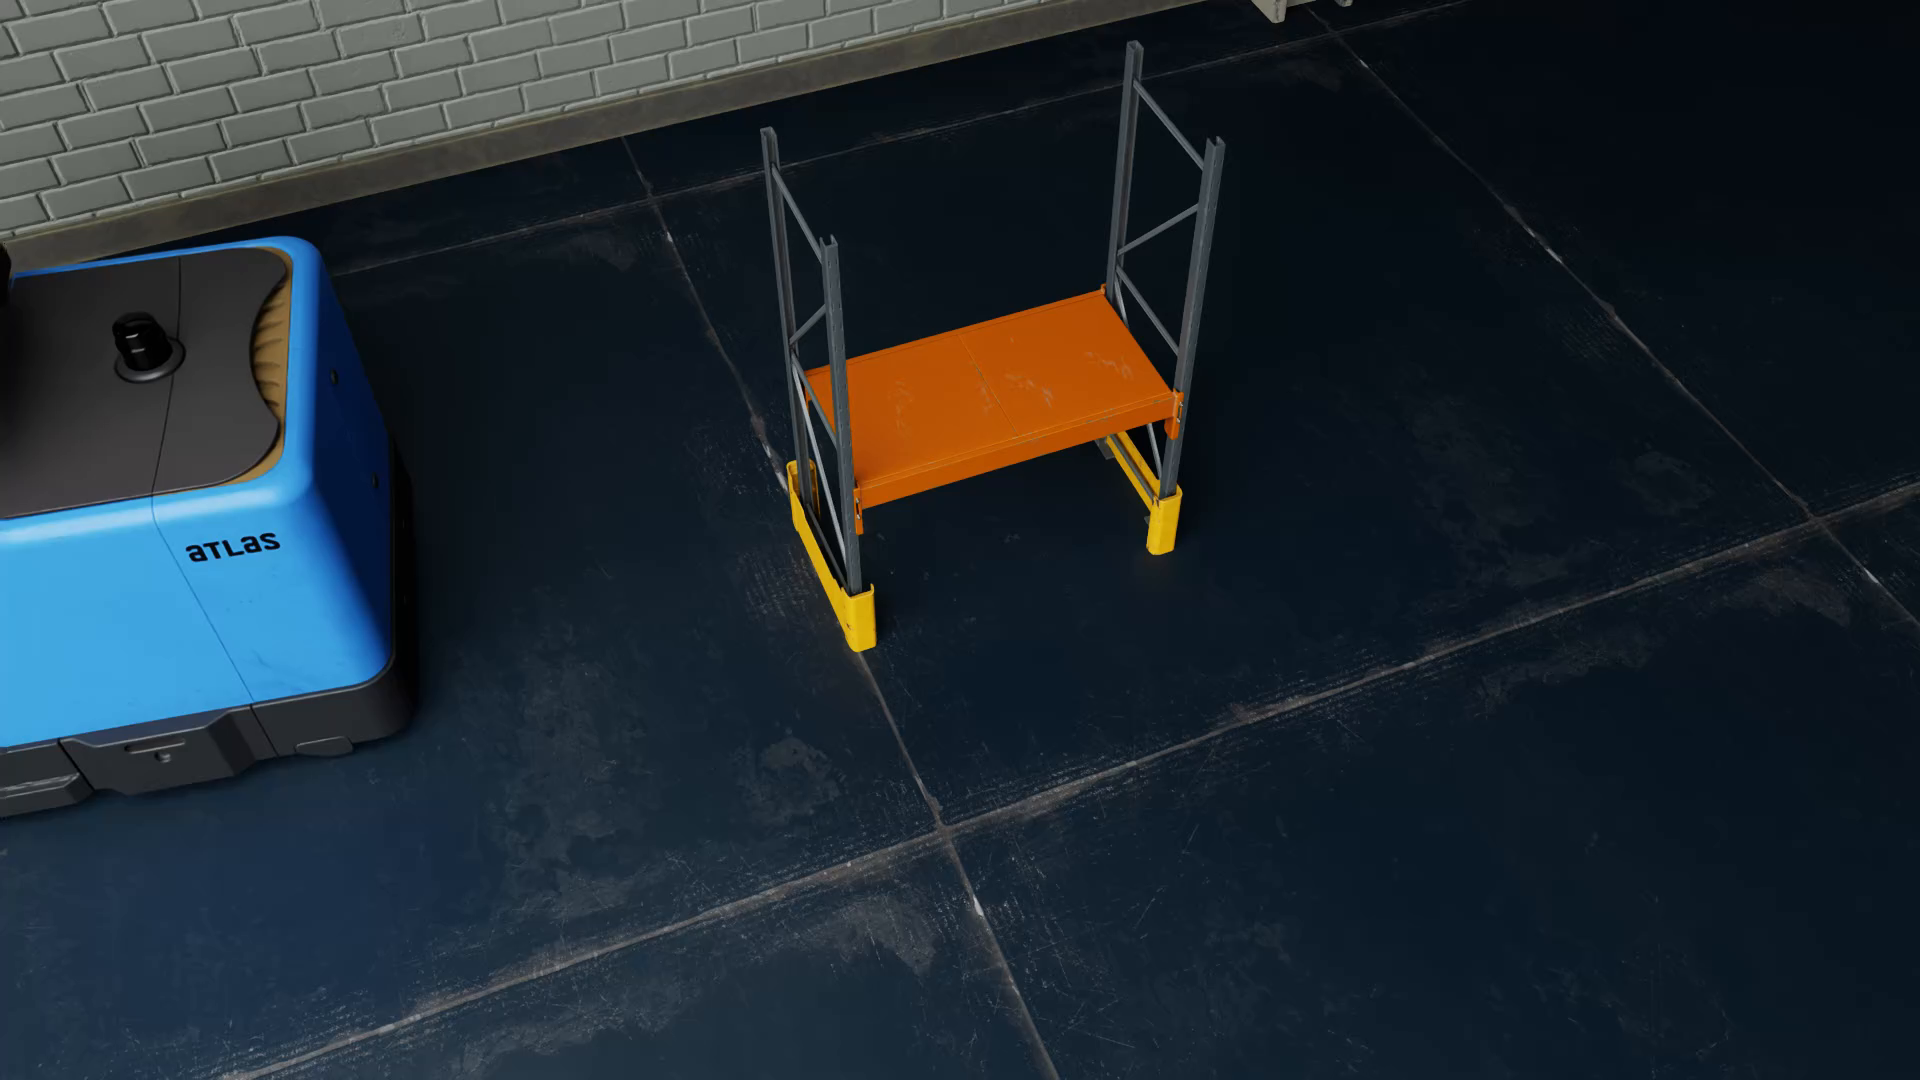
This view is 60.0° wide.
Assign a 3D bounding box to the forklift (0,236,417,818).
[{"bbox_3d":[-3.123,-0.498,3.746,3.031,2.935,1.130,-10,50,-8],"label":"forklift"}]

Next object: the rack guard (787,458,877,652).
[{"bbox_3d":[-0.390,0.040,5.051,0.087,0.250,0.587,-17,52,-14],"label":"rack guard"}]

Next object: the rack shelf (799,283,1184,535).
[{"bbox_3d":[0.079,-0.396,4.838,1.000,0.185,0.538,-17,52,-14],"label":"rack shelf"}]

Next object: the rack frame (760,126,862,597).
[{"bbox_3d":[-0.392,-0.367,4.577,0.032,1.500,0.500,-17,52,-14],"label":"rack frame"}]

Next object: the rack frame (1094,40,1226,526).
[{"bbox_3d":[0.550,-0.659,4.827,0.032,1.500,0.500,-17,52,-14],"label":"rack frame"}]

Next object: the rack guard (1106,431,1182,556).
[{"bbox_3d":[0.532,-0.246,5.297,0.087,0.250,0.587,-17,52,-14],"label":"rack guard"}]

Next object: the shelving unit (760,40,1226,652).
[{"bbox_3d":[0.071,-0.510,4.700,1.083,1.500,0.587,-17,52,-14],"label":"shelving unit"}]
